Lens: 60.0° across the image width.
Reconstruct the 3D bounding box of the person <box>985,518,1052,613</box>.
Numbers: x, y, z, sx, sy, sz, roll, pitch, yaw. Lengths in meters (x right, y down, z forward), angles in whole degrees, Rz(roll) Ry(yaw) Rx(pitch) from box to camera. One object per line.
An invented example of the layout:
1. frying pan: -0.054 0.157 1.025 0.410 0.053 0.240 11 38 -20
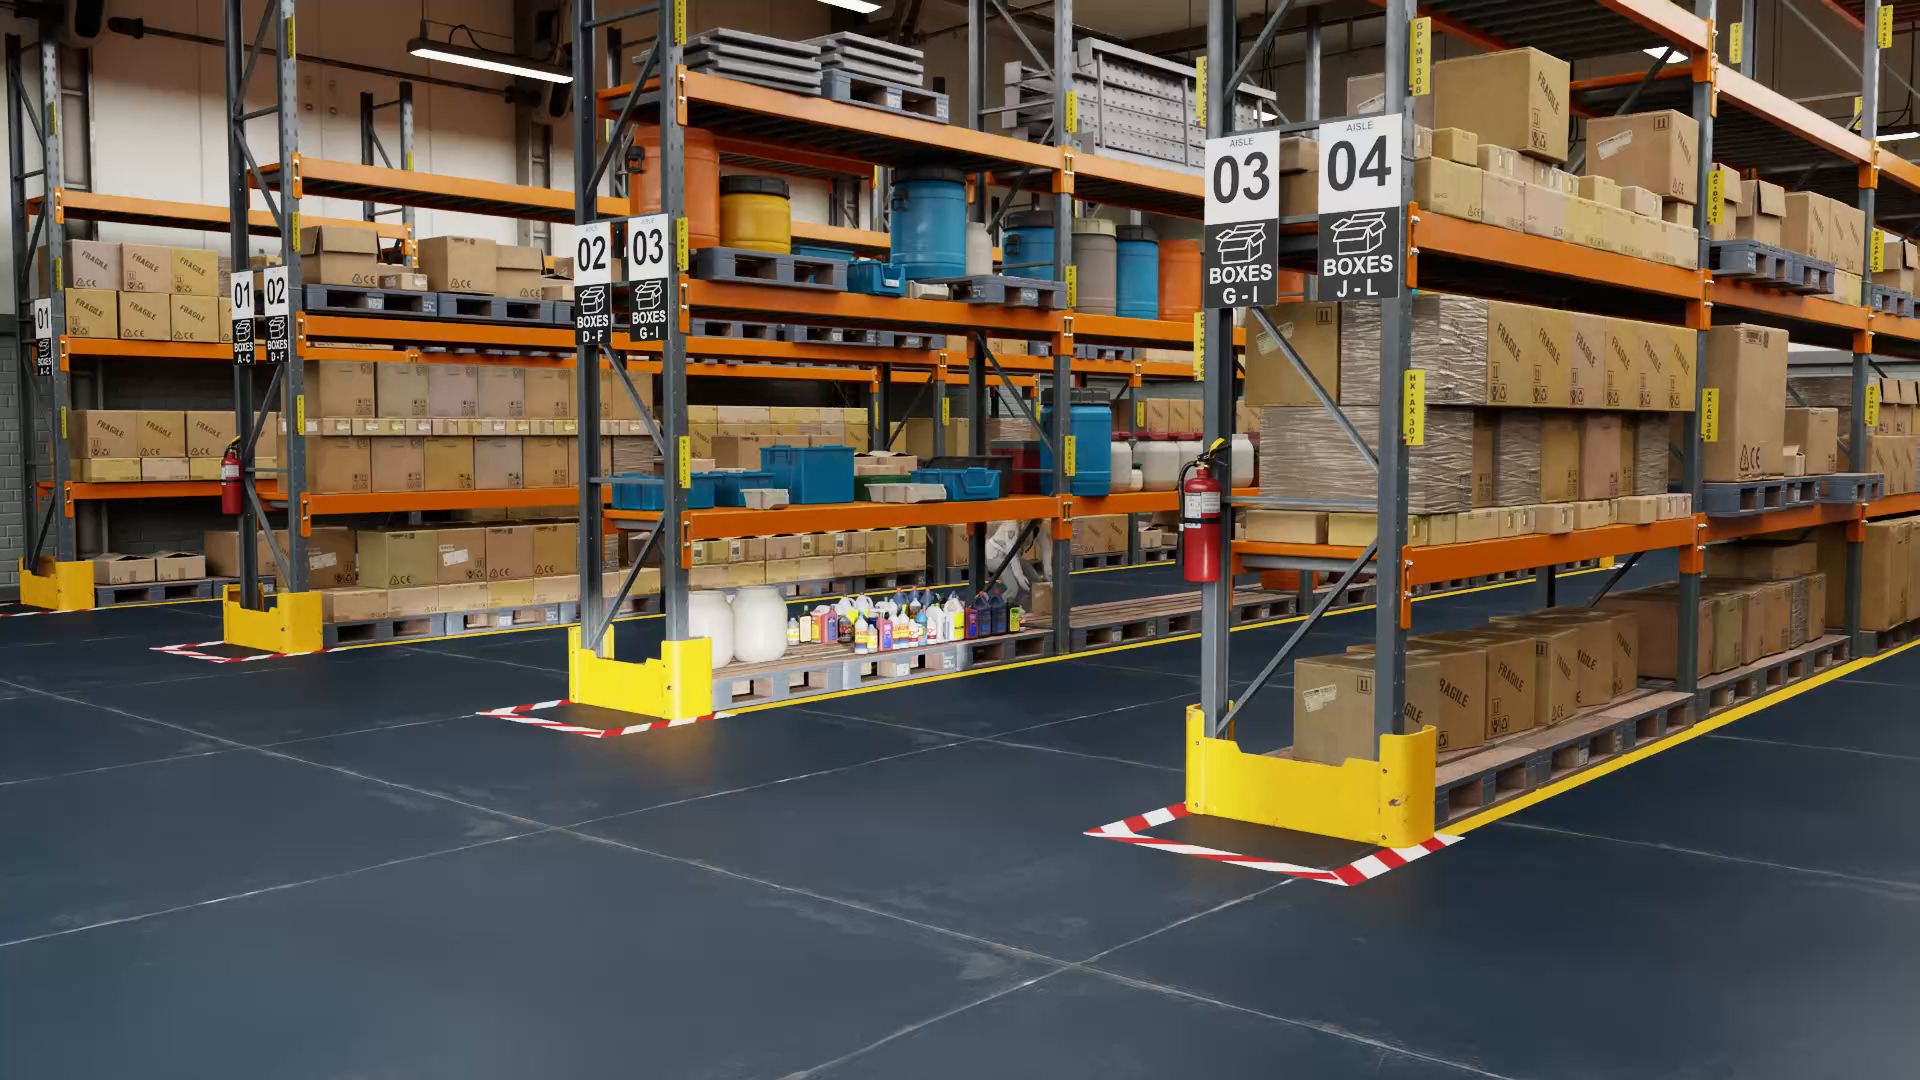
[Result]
1. person: 0.568 0.206 15.218 0.534 1.295 0.749 -3 5 -40
